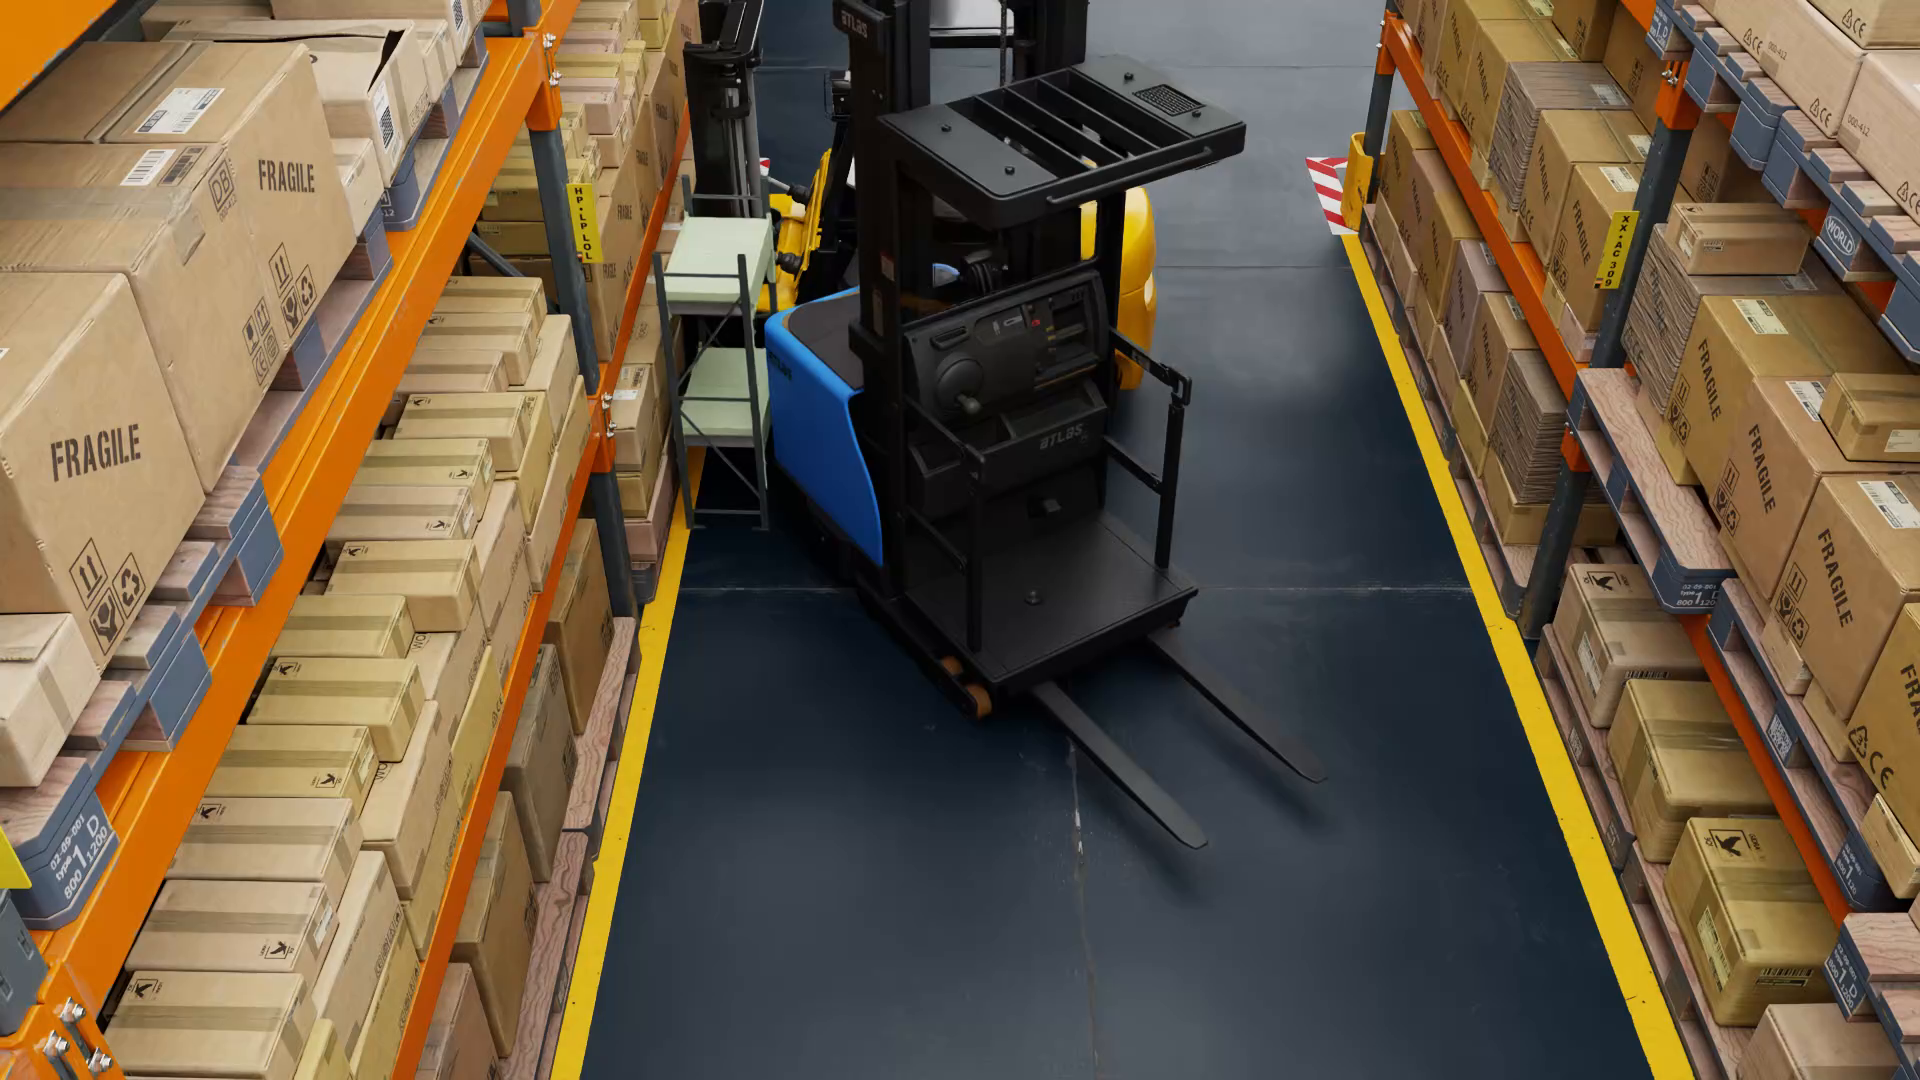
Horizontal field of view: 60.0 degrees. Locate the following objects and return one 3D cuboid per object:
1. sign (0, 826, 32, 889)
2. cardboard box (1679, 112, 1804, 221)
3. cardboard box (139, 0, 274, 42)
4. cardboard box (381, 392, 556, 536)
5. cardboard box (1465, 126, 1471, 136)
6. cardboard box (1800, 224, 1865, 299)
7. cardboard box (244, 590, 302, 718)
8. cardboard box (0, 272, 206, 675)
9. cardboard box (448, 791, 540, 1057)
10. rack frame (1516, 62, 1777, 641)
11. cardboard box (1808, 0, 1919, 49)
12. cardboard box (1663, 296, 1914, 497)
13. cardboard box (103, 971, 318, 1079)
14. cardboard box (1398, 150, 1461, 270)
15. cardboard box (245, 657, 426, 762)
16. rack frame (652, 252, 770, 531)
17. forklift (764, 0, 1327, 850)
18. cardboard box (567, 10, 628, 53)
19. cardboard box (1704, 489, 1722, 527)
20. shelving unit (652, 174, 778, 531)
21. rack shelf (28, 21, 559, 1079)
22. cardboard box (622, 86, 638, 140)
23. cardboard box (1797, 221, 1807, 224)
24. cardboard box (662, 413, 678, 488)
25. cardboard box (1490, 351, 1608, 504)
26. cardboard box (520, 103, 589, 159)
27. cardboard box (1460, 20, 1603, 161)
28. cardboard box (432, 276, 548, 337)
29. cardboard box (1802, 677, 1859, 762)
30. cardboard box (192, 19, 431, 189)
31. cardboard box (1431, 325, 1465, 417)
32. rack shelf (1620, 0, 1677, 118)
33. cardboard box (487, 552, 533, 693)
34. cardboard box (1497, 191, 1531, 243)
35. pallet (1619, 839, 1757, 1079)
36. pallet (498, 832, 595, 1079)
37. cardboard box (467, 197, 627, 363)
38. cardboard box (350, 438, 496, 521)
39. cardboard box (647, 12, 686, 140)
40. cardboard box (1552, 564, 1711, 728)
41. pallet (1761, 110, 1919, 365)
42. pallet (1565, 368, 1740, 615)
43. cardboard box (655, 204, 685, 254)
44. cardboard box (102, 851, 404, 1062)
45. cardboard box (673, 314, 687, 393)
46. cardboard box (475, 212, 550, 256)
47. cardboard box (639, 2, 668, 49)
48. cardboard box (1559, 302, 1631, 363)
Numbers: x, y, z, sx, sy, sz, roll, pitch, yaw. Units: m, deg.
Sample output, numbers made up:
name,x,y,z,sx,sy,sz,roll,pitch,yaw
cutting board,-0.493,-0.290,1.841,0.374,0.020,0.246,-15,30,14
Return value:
name,x,y,z,sx,sy,sz,roll,pitch,yaw
sign,-1.398,0.378,2.314,0.100,0.325,0.005,0,39,0
cardboard box,3.235,-1.579,6.450,0.700,0.500,0.500,0,39,-1
cardboard box,-2.140,-1.497,4.851,0.380,0.149,0.250,0,39,0
cardboard box,-1.681,-0.260,5.642,0.500,0.250,0.500,-1,39,-1
cardboard box,2.790,-2.140,8.468,0.380,0.149,0.250,1,39,1
cardboard box,3.249,-0.789,5.927,0.500,0.500,0.500,-1,39,-1
cardboard box,-2.212,0.384,4.838,0.500,0.250,0.500,-1,39,-1
cardboard box,-1.698,-0.117,2.848,0.500,0.500,0.500,0,39,0
cardboard box,-1.937,1.292,5.548,0.875,0.625,0.625,-2,39,-2
rack frame,3.019,-0.758,6.543,1.000,3.000,0.127,0,39,0
cardboard box,2.629,-1.552,4.519,0.500,0.250,0.500,-1,39,-1
cardboard box,2.734,-0.471,5.531,0.500,0.500,0.500,0,39,0
cardboard box,-1.648,1.090,3.638,0.380,0.149,0.250,1,39,1
cardboard box,2.744,-1.797,9.102,0.500,0.500,0.500,-1,39,-2
cardboard box,-1.658,0.450,4.436,0.380,0.149,0.250,1,39,1
rack frame,-1.121,-0.640,7.594,0.400,1.500,0.023,2,39,2
forklift,0.323,-0.721,6.552,1.130,2.935,3.031,-22,44,-25
cardboard box,-1.748,-2.322,7.657,0.380,0.149,0.250,0,39,0
cardboard box,2.772,-0.145,5.643,0.380,0.149,0.250,2,39,3
shelving unit,-1.106,-0.868,7.879,0.431,1.500,0.755,2,39,2
rack shelf,-1.943,-0.392,4.262,1.077,0.370,4.000,0,39,0
cardboard box,-1.637,-1.887,7.353,0.380,0.149,0.250,0,39,-1
cardboard box,3.297,-1.189,6.762,0.500,0.500,0.500,0,39,0
cardboard box,-1.630,-0.464,8.038,0.500,0.250,0.500,-1,39,-1
cardboard box,2.750,-0.512,7.499,0.500,0.500,0.500,-1,39,-1
cardboard box,-1.749,-1.683,6.861,0.380,0.149,0.250,-1,39,-1
cardboard box,2.752,-2.158,7.972,0.500,0.500,0.500,-1,39,-1
cardboard box,-1.723,-0.831,6.035,0.380,0.149,0.250,1,39,2
cardboard box,2.707,0.504,4.834,0.380,0.149,0.250,-1,39,-1
cardboard box,-1.700,-1.159,4.299,0.500,0.311,0.500,-1,39,-2
cardboard box,2.743,-0.870,8.545,0.500,0.250,0.500,1,39,1
rack shelf,3.016,-2.899,7.391,1.077,0.370,4.000,0,39,0
cardboard box,-1.707,0.246,5.410,0.500,0.250,0.500,0,39,0
cardboard box,2.709,-1.496,7.665,0.380,0.149,0.250,-1,39,-1
pallet,3.025,1.582,5.853,1.003,0.211,1.213,0,39,0
pallet,-1.901,1.561,5.878,1.003,0.211,1.213,0,39,0
cardboard box,-1.684,-1.069,6.851,0.500,0.500,0.500,-1,39,-1
cardboard box,-1.686,-0.188,5.233,0.380,0.149,0.250,-1,39,-1
cardboard box,-1.694,-2.340,8.437,0.500,0.500,0.500,-1,39,-1
cardboard box,3.022,0.431,6.824,0.950,0.372,0.625,0,39,1
pallet,2.917,-0.821,4.373,1.213,0.211,1.003,0,39,0
pallet,2.874,-0.205,6.007,1.003,0.211,1.213,0,39,0
cardboard box,-1.627,-1.495,8.526,0.500,0.250,0.500,-1,39,-1
cardboard box,-1.696,1.022,4.042,0.500,0.250,0.500,1,39,1
cardboard box,-1.628,-0.970,8.271,0.500,0.250,0.500,0,39,0
cardboard box,-1.682,-1.244,6.551,0.380,0.149,0.250,-1,39,-1
cardboard box,-1.643,-2.527,8.152,0.380,0.149,0.250,0,39,0
cardboard box,2.713,-0.861,6.872,0.380,0.149,0.250,0,39,-1
